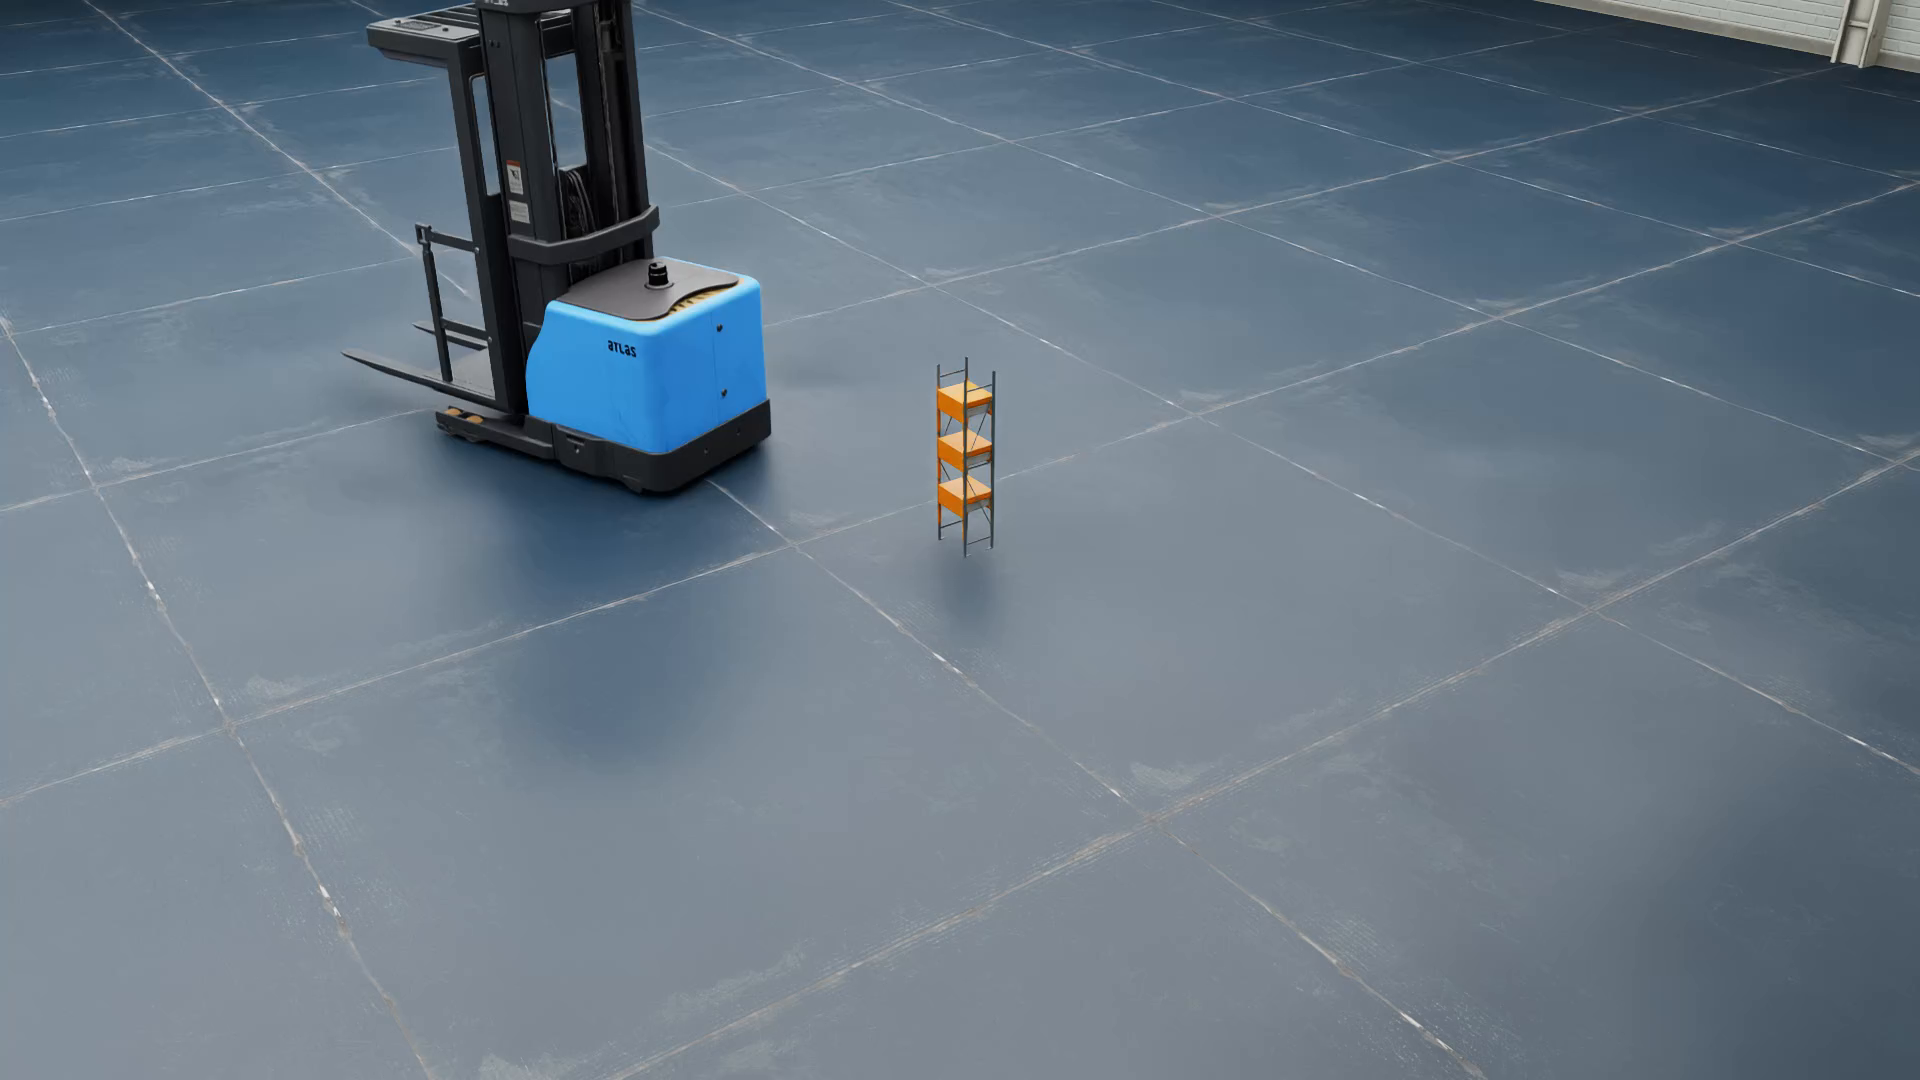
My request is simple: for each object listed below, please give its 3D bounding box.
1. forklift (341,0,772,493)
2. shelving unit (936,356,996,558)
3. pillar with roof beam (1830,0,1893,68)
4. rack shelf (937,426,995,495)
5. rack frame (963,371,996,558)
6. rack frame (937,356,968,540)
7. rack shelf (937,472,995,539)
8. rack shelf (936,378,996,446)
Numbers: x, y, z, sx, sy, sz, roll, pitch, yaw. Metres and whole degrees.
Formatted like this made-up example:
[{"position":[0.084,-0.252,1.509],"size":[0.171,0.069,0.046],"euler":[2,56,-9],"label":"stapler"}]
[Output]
[{"position":[-2.684,-2.087,10.023],"size":[3.031,2.935,1.130],"euler":[17,33,29],"label":"forklift"},{"position":[0.031,-0.441,8.961],"size":[0.215,1.050,0.252],"euler":[-19,34,-31],"label":"shelving unit"},{"position":[7.019,-8.381,15.252],"size":[9.100,9.000,0.400],"euler":[-19,34,-31],"label":"pillar with roof beam"},{"position":[0.031,-0.431,8.966],"size":[0.215,0.259,0.240],"euler":[-19,34,-31],"label":"rack shelf"},{"position":[0.102,-0.393,8.874],"size":[0.200,1.050,0.008],"euler":[-19,34,-31],"label":"rack frame"},{"position":[-0.040,-0.488,9.048],"size":[0.200,1.050,0.008],"euler":[-19,34,-31],"label":"rack frame"},{"position":[0.031,-0.187,9.099],"size":[0.215,0.259,0.240],"euler":[-19,34,-31],"label":"rack shelf"},{"position":[0.031,-0.681,8.831],"size":[0.215,0.259,0.240],"euler":[-19,34,-31],"label":"rack shelf"}]
